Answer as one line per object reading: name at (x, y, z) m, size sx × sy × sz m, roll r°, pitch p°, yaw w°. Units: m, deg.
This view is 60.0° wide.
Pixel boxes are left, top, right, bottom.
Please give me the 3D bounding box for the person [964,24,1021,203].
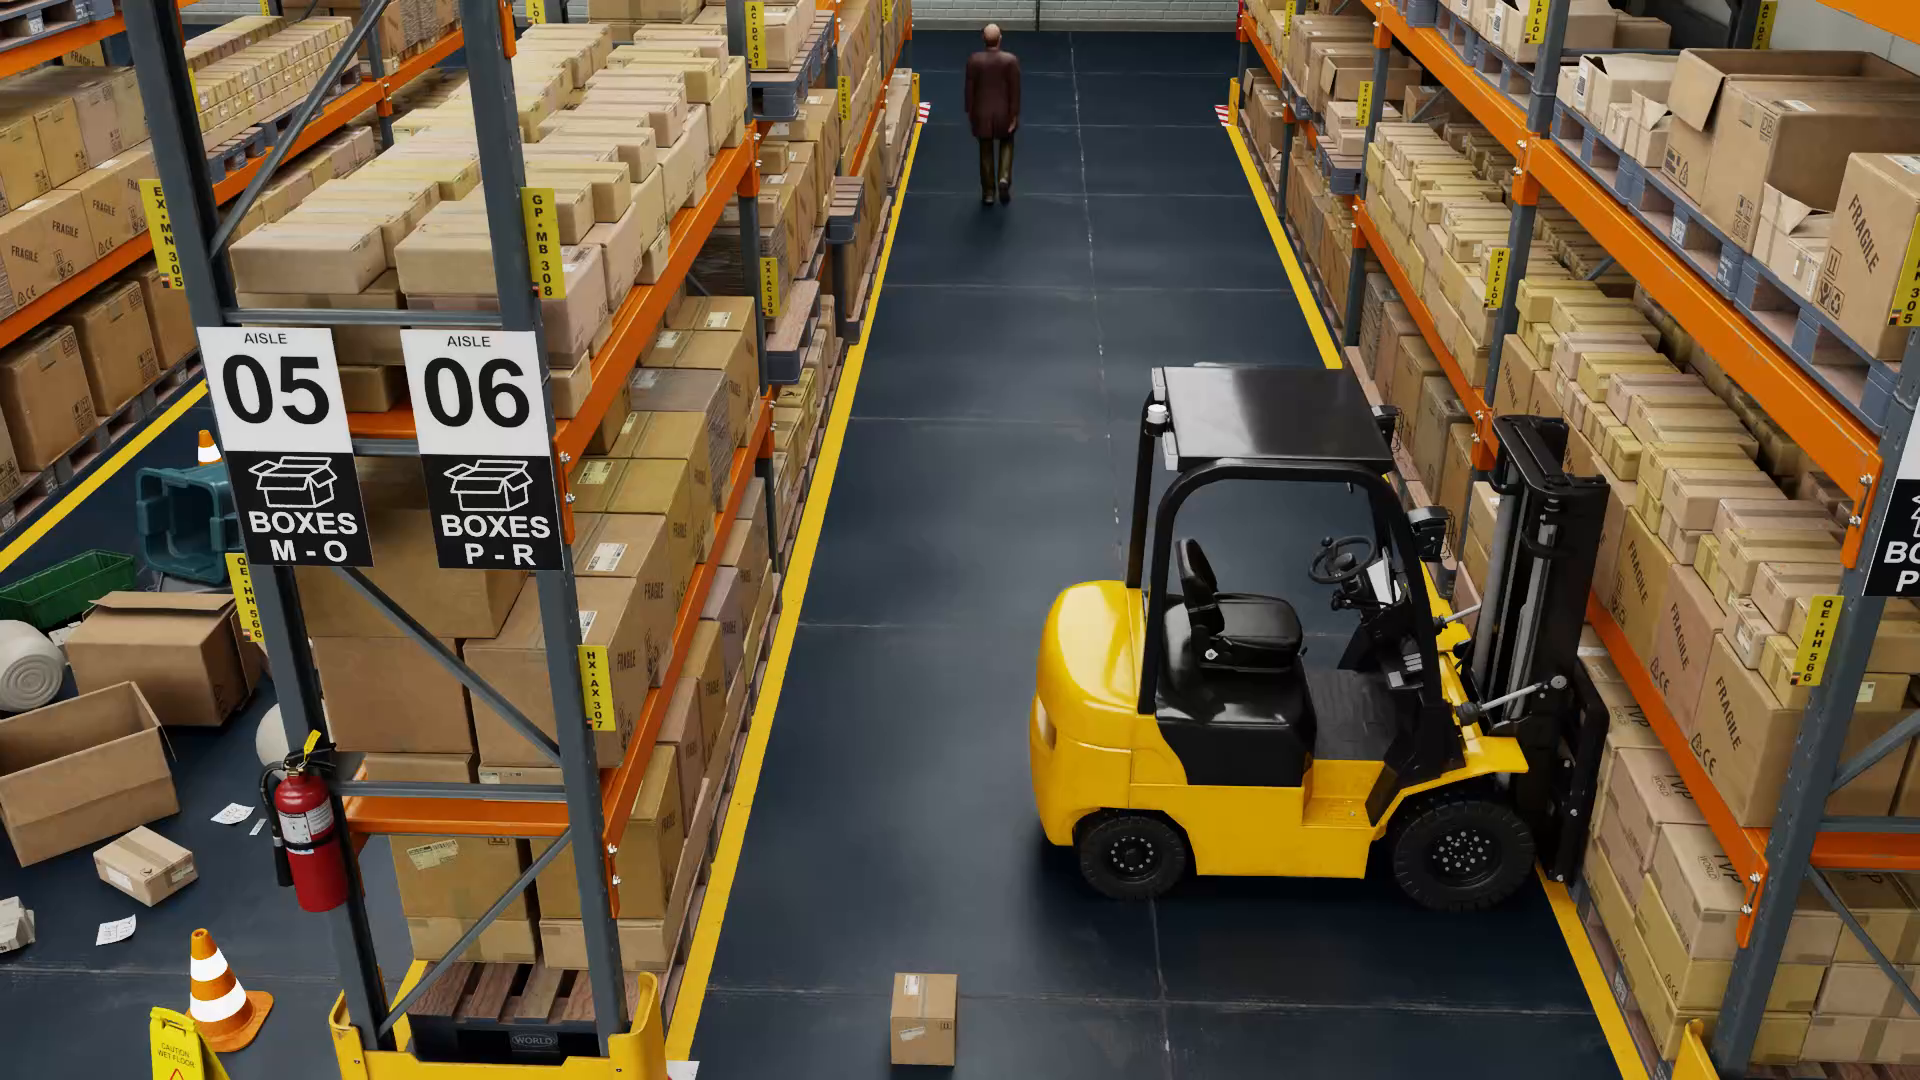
person at (0.330, -4.330, 16.911) m, size 0.570 × 1.815 × 0.477 m, roll 0°, pitch 28°, yaw 1°
